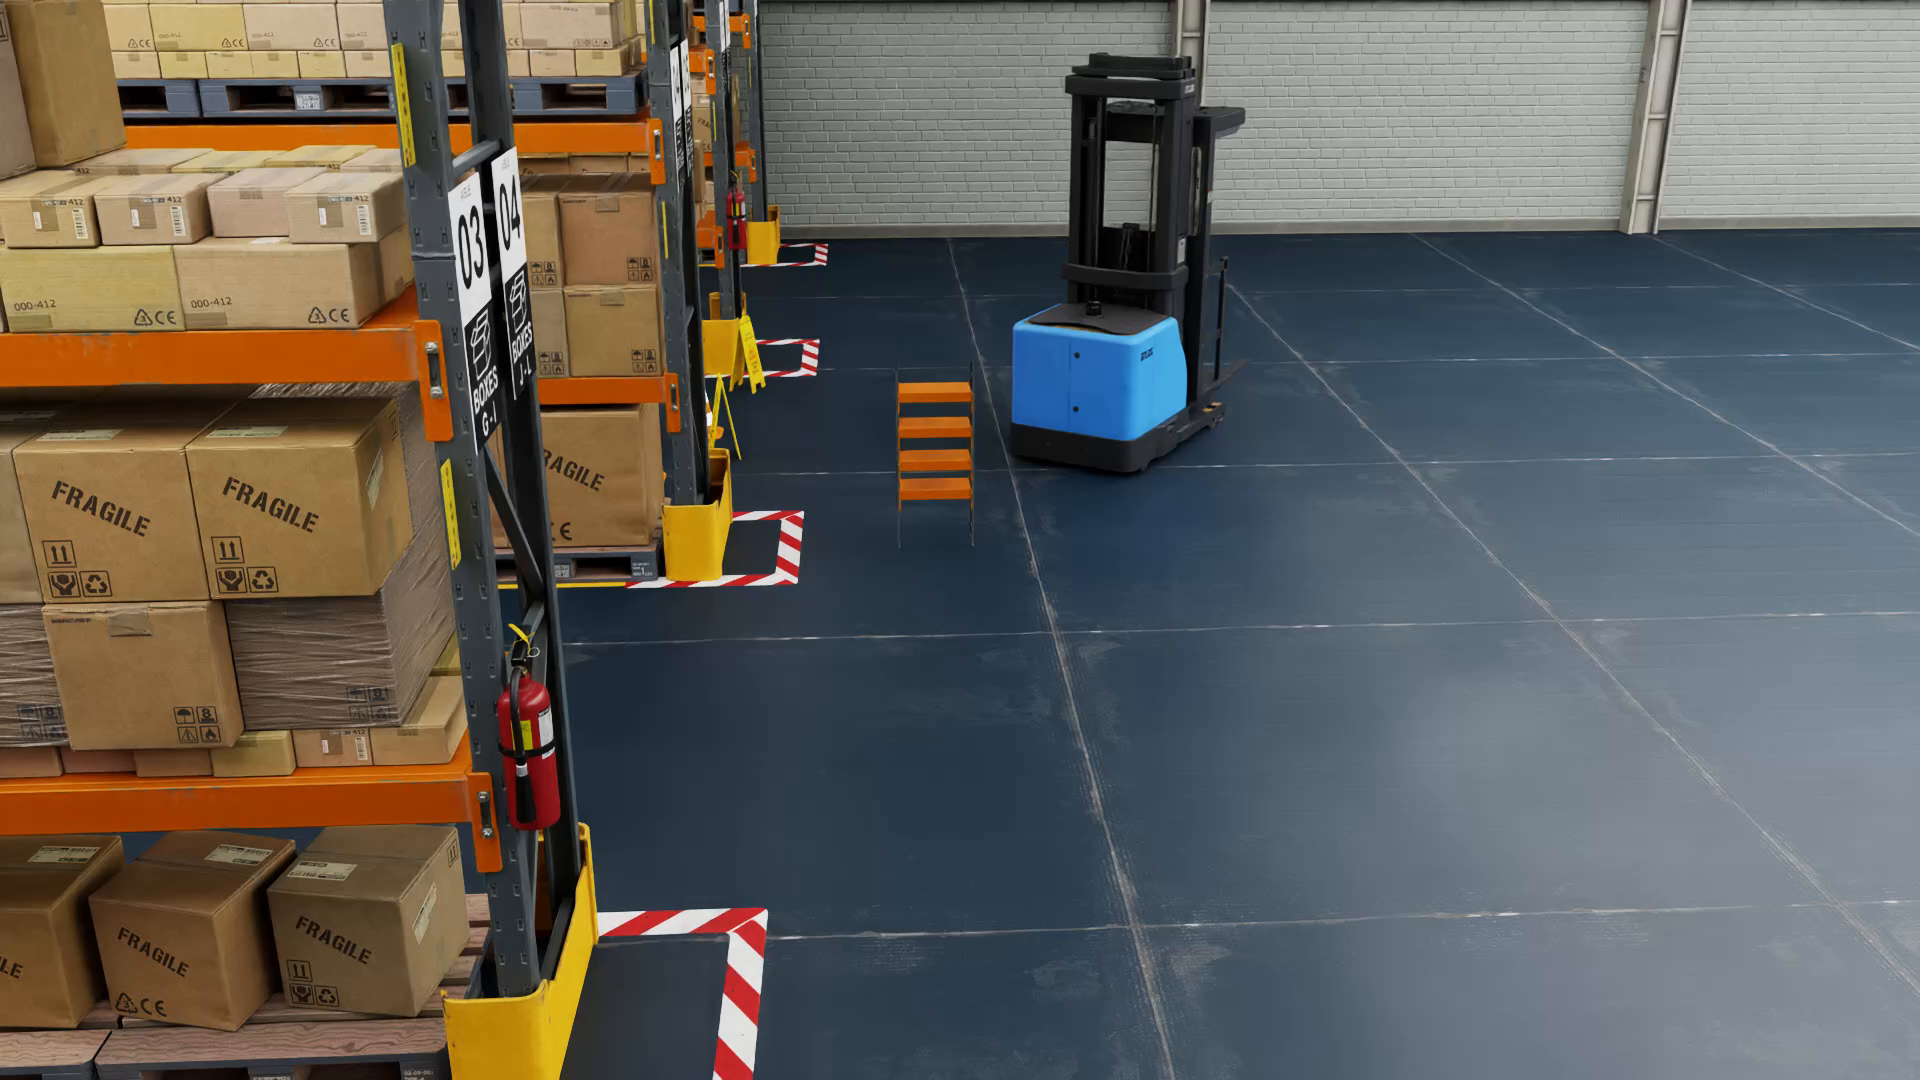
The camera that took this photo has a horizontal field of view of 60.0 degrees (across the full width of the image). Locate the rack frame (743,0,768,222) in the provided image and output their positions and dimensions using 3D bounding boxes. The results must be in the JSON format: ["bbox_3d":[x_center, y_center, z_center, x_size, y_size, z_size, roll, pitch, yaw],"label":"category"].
[{"bbox_3d":[-2.406,-4.869,19.695,0.127,3.000,1.000,-1,21,-3],"label":"rack frame"}]

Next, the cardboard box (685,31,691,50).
[{"bbox_3d":[-2.459,-4.284,14.295,0.250,0.149,0.380,-1,21,-3],"label":"cardboard box"}]

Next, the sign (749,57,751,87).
[{"bbox_3d":[-2.389,-5.328,18.940,0.005,0.325,0.100,-1,21,-3],"label":"sign"}]

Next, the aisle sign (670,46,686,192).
[{"bbox_3d":[-1.647,-2.460,9.712,0.004,0.787,0.394,-1,21,-3],"label":"aisle sign"}]

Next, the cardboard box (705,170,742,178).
[{"bbox_3d":[-2.896,-4.305,20.082,0.500,0.250,0.500,-1,21,-4],"label":"cardboard box"}]

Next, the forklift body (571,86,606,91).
[{"bbox_3d":[-4.195,-3.786,18.043,1.214,2.155,2.313,-1,21,-3],"label":"forklift body"}]

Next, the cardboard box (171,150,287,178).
[{"bbox_3d":[-2.350,-1.161,5.388,0.250,0.149,0.380,-2,21,-4],"label":"cardboard box"}]

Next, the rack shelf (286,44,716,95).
[{"bbox_3d":[-4.115,-4.131,14.551,4.000,0.370,1.077,-1,21,-3],"label":"rack shelf"}]

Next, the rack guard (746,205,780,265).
[{"bbox_3d":[-2.382,-3.702,20.141,0.348,0.500,1.175,-1,21,-3],"label":"rack guard"}]

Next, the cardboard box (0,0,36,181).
[{"bbox_3d":[-3.086,-1.286,4.805,0.500,0.500,0.500,-1,21,-3],"label":"cardboard box"}]

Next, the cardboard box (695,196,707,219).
[{"bbox_3d":[-2.469,-3.055,15.284,0.250,0.149,0.380,-1,21,-3],"label":"cardboard box"}]

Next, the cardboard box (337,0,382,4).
[{"bbox_3d":[-3.321,-3.097,9.325,0.250,0.149,0.380,-1,21,-4],"label":"cardboard box"}]

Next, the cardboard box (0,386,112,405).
[{"bbox_3d":[-3.116,-0.306,5.746,0.500,0.500,0.500,-1,21,-3],"label":"cardboard box"}]

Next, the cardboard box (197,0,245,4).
[{"bbox_3d":[-4.075,-3.082,9.285,0.250,0.149,0.380,-1,21,-3],"label":"cardboard box"}]

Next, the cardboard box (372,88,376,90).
[{"bbox_3d":[-7.033,-5.220,19.564,0.250,0.149,0.380,-2,21,-5],"label":"cardboard box"}]

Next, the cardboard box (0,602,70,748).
[{"bbox_3d":[-3.097,0.277,5.618,0.500,0.500,0.875,-1,21,-3],"label":"cardboard box"}]

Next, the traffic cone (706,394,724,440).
[{"bbox_3d":[-2.071,-1.066,13.271,0.334,0.463,0.336,-1,21,-3],"label":"traffic cone"}]

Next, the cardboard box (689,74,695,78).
[{"bbox_3d":[-3.279,-5.424,19.680,0.250,0.149,0.380,-1,21,-2],"label":"cardboard box"}]

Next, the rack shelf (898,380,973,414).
[{"bbox_3d":[-0.165,-0.925,10.759,0.480,0.148,0.258,-1,21,-3],"label":"rack shelf"}]

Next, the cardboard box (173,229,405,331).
[{"bbox_3d":[-2.020,-0.818,5.048,0.500,0.250,0.500,-1,21,-2],"label":"cardboard box"}]

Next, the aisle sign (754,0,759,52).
[{"bbox_3d":[-2.323,-5.981,18.962,0.004,0.787,0.394,-1,21,-3],"label":"aisle sign"}]

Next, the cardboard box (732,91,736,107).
[{"bbox_3d":[-2.736,-5.113,19.282,0.250,0.149,0.380,-1,21,-2],"label":"cardboard box"}]

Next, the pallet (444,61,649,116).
[{"bbox_3d":[-2.475,-2.691,9.883,1.213,0.211,1.003,-1,21,-3],"label":"pallet"}]

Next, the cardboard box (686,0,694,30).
[{"bbox_3d":[-2.636,-4.661,14.726,0.500,0.250,0.500,-2,21,-4],"label":"cardboard box"}]

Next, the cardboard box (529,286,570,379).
[{"bbox_3d":[-2.651,-1.377,10.312,0.550,0.550,0.875,-1,21,-3],"label":"cardboard box"}]

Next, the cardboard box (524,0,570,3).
[{"bbox_3d":[-2.301,-3.118,9.381,0.250,0.149,0.380,-1,21,-3],"label":"cardboard box"}]

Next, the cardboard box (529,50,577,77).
[{"bbox_3d":[-2.299,-2.745,9.522,0.250,0.149,0.380,-1,21,-3],"label":"cardboard box"}]

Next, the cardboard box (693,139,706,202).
[{"bbox_3d":[-2.607,-3.381,15.227,0.500,0.500,0.500,-1,21,-4],"label":"cardboard box"}]

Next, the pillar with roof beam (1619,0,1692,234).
[{"bbox_3d":[9.074,-6.694,16.055,0.400,9.000,9.100,-1,21,-3],"label":"pillar with roof beam"}]

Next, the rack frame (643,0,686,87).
[{"bbox_3d":[-1.735,-4.153,9.383,0.127,3.000,1.000,-1,21,-3],"label":"rack frame"}]

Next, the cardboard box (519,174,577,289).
[{"bbox_3d":[-2.652,-1.887,10.133,0.550,0.550,0.875,-1,21,-3],"label":"cardboard box"}]

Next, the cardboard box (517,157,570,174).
[{"bbox_3d":[-3.645,-3.166,14.661,0.500,0.500,0.500,-1,21,-3],"label":"cardboard box"}]

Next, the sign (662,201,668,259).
[{"bbox_3d":[-1.718,-1.809,9.695,0.005,0.325,0.100,-1,21,-3],"label":"sign"}]

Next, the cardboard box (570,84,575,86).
[{"bbox_3d":[-4.534,-5.244,19.208,0.250,0.149,0.380,-1,21,-3],"label":"cardboard box"}]

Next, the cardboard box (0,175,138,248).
[{"bbox_3d":[-2.595,-0.966,4.877,0.250,0.149,0.380,-1,21,-3],"label":"cardboard box"}]

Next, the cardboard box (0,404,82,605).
[{"bbox_3d":[-3.086,-0.118,5.253,0.500,0.500,0.500,-1,21,-3],"label":"cardboard box"}]

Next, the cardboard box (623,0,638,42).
[{"bbox_3d":[-2.232,-3.145,10.012,0.500,0.250,0.500,-1,21,-3],"label":"cardboard box"}]

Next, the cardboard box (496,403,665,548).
[{"bbox_3d":[-2.408,-0.516,10.656,0.875,0.875,0.875,-1,21,-3],"label":"cardboard box"}]

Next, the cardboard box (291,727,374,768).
[{"bbox_3d":[-2.075,0.616,5.642,0.250,0.149,0.380,-1,21,-3],"label":"cardboard box"}]

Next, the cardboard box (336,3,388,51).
[{"bbox_3d":[-3.208,-2.935,9.459,0.500,0.250,0.500,-1,21,-3],"label":"cardboard box"}]

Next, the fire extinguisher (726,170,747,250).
[{"bbox_3d":[-1.978,-2.909,14.654,0.183,0.674,0.296,-1,21,-3],"label":"fire extinguisher"}]

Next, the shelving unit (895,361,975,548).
[{"bbox_3d":[-0.165,-0.557,10.899,0.503,1.200,0.258,-1,21,-3],"label":"shelving unit"}]

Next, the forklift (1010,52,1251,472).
[{"bbox_3d":[1.538,-2.347,13.166,1.130,2.935,3.031,11,24,27],"label":"forklift"}]

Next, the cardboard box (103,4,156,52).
[{"bbox_3d":[-4.721,-2.904,9.378,0.500,0.250,0.500,-1,21,-3],"label":"cardboard box"}]

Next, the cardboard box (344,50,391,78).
[{"bbox_3d":[-3.316,-2.724,9.468,0.250,0.149,0.380,-1,21,-3],"label":"cardboard box"}]

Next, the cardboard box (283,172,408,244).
[{"bbox_3d":[-1.812,-0.987,4.933,0.250,0.149,0.380,-1,21,-3],"label":"cardboard box"}]

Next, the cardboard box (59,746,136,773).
[{"bbox_3d":[-2.824,0.629,5.607,0.250,0.149,0.380,-1,21,-3],"label":"cardboard box"}]

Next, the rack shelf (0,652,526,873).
[{"bbox_3d":[-3.550,0.791,5.839,4.000,0.370,1.077,-1,21,-3],"label":"rack shelf"}]

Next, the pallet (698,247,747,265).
[{"bbox_3d":[-3.167,-3.536,20.111,1.213,0.211,1.003,-1,21,-3],"label":"pallet"}]

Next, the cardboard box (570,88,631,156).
[{"bbox_3d":[-3.122,-3.664,14.564,0.500,0.500,0.700,-1,21,-3],"label":"cardboard box"}]

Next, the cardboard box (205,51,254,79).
[{"bbox_3d":[-4.074,-2.709,9.428,0.250,0.149,0.380,-1,21,-3],"label":"cardboard box"}]

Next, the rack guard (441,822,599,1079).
[{"bbox_3d":[-1.629,1.584,6.258,0.348,0.500,1.175,-1,21,-3],"label":"rack guard"}]

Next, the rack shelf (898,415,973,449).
[{"bbox_3d":[-0.165,-0.704,10.843,0.480,0.148,0.258,-1,21,-3],"label":"rack shelf"}]

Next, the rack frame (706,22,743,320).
[{"bbox_3d":[-2.119,-3.106,15.064,0.127,3.000,1.000,-1,21,-3],"label":"rack frame"}]

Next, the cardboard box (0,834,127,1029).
[{"bbox_3d":[-3.398,1.423,6.090,0.500,0.500,0.500,1,21,2],"label":"cardboard box"}]

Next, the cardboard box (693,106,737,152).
[{"bbox_3d":[-2.882,-4.813,19.406,0.500,0.500,0.500,-2,21,-4],"label":"cardboard box"}]

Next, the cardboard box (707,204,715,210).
[{"bbox_3d":[-2.874,-3.893,19.703,0.500,0.250,0.500,-1,21,-4],"label":"cardboard box"}]
